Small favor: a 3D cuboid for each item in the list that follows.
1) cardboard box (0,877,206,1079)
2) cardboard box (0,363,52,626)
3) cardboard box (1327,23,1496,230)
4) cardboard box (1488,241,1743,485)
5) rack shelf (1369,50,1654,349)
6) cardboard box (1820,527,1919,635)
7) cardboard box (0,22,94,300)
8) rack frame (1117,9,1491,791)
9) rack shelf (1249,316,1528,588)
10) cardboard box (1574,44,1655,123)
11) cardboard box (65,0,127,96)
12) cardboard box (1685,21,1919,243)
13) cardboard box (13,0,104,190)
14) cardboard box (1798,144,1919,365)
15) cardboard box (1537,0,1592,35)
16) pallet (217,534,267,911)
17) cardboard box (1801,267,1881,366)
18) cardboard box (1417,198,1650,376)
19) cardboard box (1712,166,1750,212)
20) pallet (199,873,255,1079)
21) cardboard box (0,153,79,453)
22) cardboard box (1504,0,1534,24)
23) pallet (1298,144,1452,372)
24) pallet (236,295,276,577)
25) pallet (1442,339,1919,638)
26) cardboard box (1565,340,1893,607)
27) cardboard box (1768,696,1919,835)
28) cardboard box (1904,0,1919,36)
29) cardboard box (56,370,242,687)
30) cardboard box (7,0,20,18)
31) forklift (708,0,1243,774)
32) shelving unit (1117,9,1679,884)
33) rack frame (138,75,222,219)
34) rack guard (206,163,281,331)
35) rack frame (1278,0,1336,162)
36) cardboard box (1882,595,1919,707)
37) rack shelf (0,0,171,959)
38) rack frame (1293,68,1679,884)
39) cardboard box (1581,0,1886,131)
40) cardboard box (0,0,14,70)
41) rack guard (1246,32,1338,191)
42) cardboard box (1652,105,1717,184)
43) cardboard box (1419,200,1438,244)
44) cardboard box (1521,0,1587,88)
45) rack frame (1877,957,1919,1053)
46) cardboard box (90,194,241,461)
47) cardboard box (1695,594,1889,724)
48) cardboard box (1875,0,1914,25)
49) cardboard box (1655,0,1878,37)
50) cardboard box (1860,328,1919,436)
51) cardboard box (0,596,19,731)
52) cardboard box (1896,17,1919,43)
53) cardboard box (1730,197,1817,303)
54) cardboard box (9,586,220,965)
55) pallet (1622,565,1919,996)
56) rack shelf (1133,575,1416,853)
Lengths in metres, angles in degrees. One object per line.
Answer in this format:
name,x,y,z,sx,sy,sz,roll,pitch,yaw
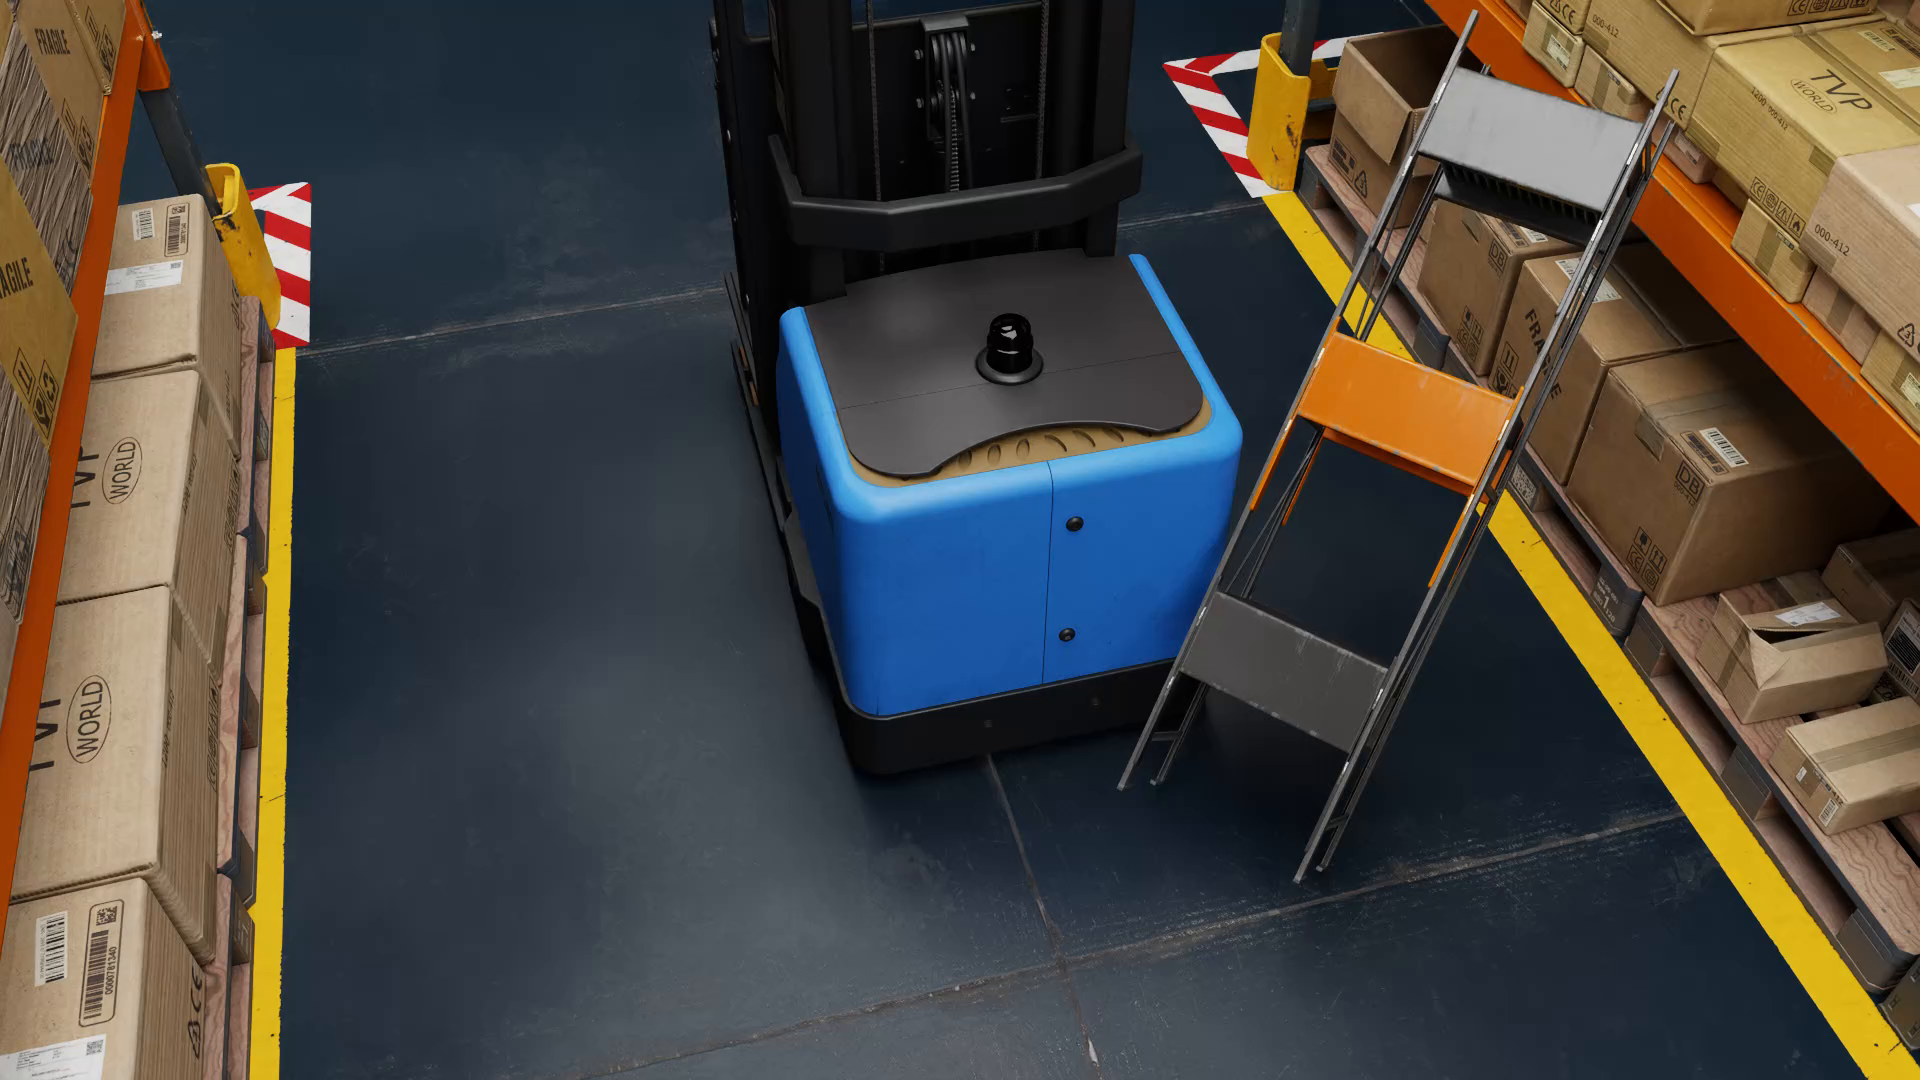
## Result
cardboard box,-2.086,1.265,3.410,0.875,0.438,0.875,-11,47,-11
cardboard box,-2.142,-0.131,3.208,0.500,0.500,0.500,-10,47,-10
cardboard box,1.809,-1.537,6.110,0.797,0.503,0.637,-12,47,-12
cardboard box,2.029,-0.555,5.150,0.500,0.500,0.500,-10,46,-10
rack shelf,1.381,-0.838,4.151,0.480,0.431,0.518,26,95,22
cardboard box,2.716,0.111,4.743,0.380,0.149,0.250,-11,47,-11
cardboard box,-2.419,-0.841,3.904,0.500,0.500,0.500,-9,46,-9
rack frame,0.900,-0.310,4.293,0.015,0.400,2.100,26,95,22
rack shelf,1.098,-0.200,4.202,0.480,0.431,0.518,26,95,22
cardboard box,1.932,-1.261,4.562,0.380,0.149,0.250,-10,46,-9
cardboard box,-2.674,-1.543,4.592,0.500,0.500,0.500,-10,47,-10
cardboard box,2.145,-0.990,4.017,0.500,0.250,0.500,-11,47,-11
cardboard box,-2.560,-1.194,4.250,0.500,0.500,0.500,-12,47,-11
cardboard box,2.259,-0.643,3.677,0.500,0.250,0.500,-11,47,-10
cardboard box,1.862,-1.695,4.707,0.500,0.250,0.500,-12,47,-11
pallet,-2.464,0.562,4.552,1.003,0.211,1.213,-11,47,-10
cardboard box,2.224,-0.564,3.879,0.380,0.149,0.250,-10,46,-9
cardboard box,1.990,-0.938,5.525,0.700,0.500,0.500,-9,46,-9
cardboard box,2.173,-0.934,4.241,0.380,0.149,0.250,-10,46,-10
pallet,-2.148,1.405,3.725,1.003,0.211,1.213,-11,47,-10
cardboard box,-2.274,-0.487,3.557,0.500,0.500,0.500,-9,46,-9
cardboard box,1.853,-1.628,4.921,0.380,0.149,0.250,-10,46,-10
pallet,1.969,-1.124,6.204,1.003,0.211,1.213,-11,47,-10
pallet,-2.773,-0.279,5.376,1.003,0.211,1.213,-11,47,-10
pallet,2.277,-0.284,5.380,1.003,0.211,1.213,-11,47,-10
cardboard box,2.256,-0.222,4.823,0.700,0.500,0.500,-12,47,-12
cardboard box,2.342,0.578,4.285,0.380,0.149,0.250,-12,47,-12
cardboard box,2.644,-1.332,3.827,0.500,0.500,0.500,-12,47,-11
cardboard box,-2.545,0.025,4.626,0.875,0.438,0.875,-10,46,-9
cardboard box,-2.537,-1.533,3.882,0.500,0.500,0.500,-11,47,-10
forklift,-0.159,-1.461,4.630,1.130,2.935,3.031,-11,47,-10
shelving unit,1.104,-0.212,4.201,0.503,0.431,2.100,26,95,22
rack frame,-3.053,-1.793,4.907,1.000,3.000,0.127,-11,47,-10
rack guard,-3.059,-0.935,5.816,1.175,0.500,0.348,-11,47,-10
rack frame,1.744,-2.703,5.799,1.000,3.000,0.127,-11,47,-10
cardboard box,2.828,0.353,4.392,0.500,0.311,0.500,-9,46,-9
rack shelf,-2.541,-0.160,3.811,1.077,0.370,4.000,-11,47,-10
rack frame,1.307,-0.114,4.109,0.015,0.400,2.100,26,95,22
cardboard box,2.014,-1.346,4.365,0.500,0.250,0.500,-12,47,-11
cardboard box,-2.414,-1.191,3.547,0.500,0.500,0.500,-11,47,-11
rack guard,1.764,-1.776,6.640,1.175,0.500,0.348,-11,47,-10
cardboard box,2.065,-1.096,4.400,0.380,0.149,0.250,-11,47,-10
cardboard box,1.880,-1.112,5.942,0.380,0.149,0.250,-12,47,-12
cardboard box,1.845,-1.440,4.736,0.380,0.149,0.250,-12,47,-11
rack frame,2.768,0.059,3.092,1.000,3.000,0.127,-11,47,-10
cardboard box,-2.788,-0.606,5.243,0.875,0.438,0.875,-12,47,-12
cardboard box,2.250,0.291,4.485,0.396,0.266,0.258,-9,46,-9
cardboard box,2.505,-1.426,4.444,0.500,0.250,0.500,-11,47,-10
cardboard box,1.984,-1.619,4.108,0.500,0.500,0.500,-10,46,-9
cardboard box,2.265,-0.378,3.696,0.380,0.149,0.250,-10,46,-9
cardboard box,-2.021,0.214,2.870,0.500,0.500,0.500,-10,47,-10
cardboard box,2.637,-1.086,4.111,0.500,0.250,0.500,-10,46,-9
cardboard box,2.131,-0.736,4.047,0.380,0.149,0.250,-11,47,-11
cardboard box,-2.316,0.647,4.015,0.875,0.438,0.875,-12,47,-11
pallet,2.593,0.560,4.553,1.003,0.211,1.213,-11,47,-10
rack shelf,0.815,0.438,4.254,0.480,0.431,0.518,26,95,22
